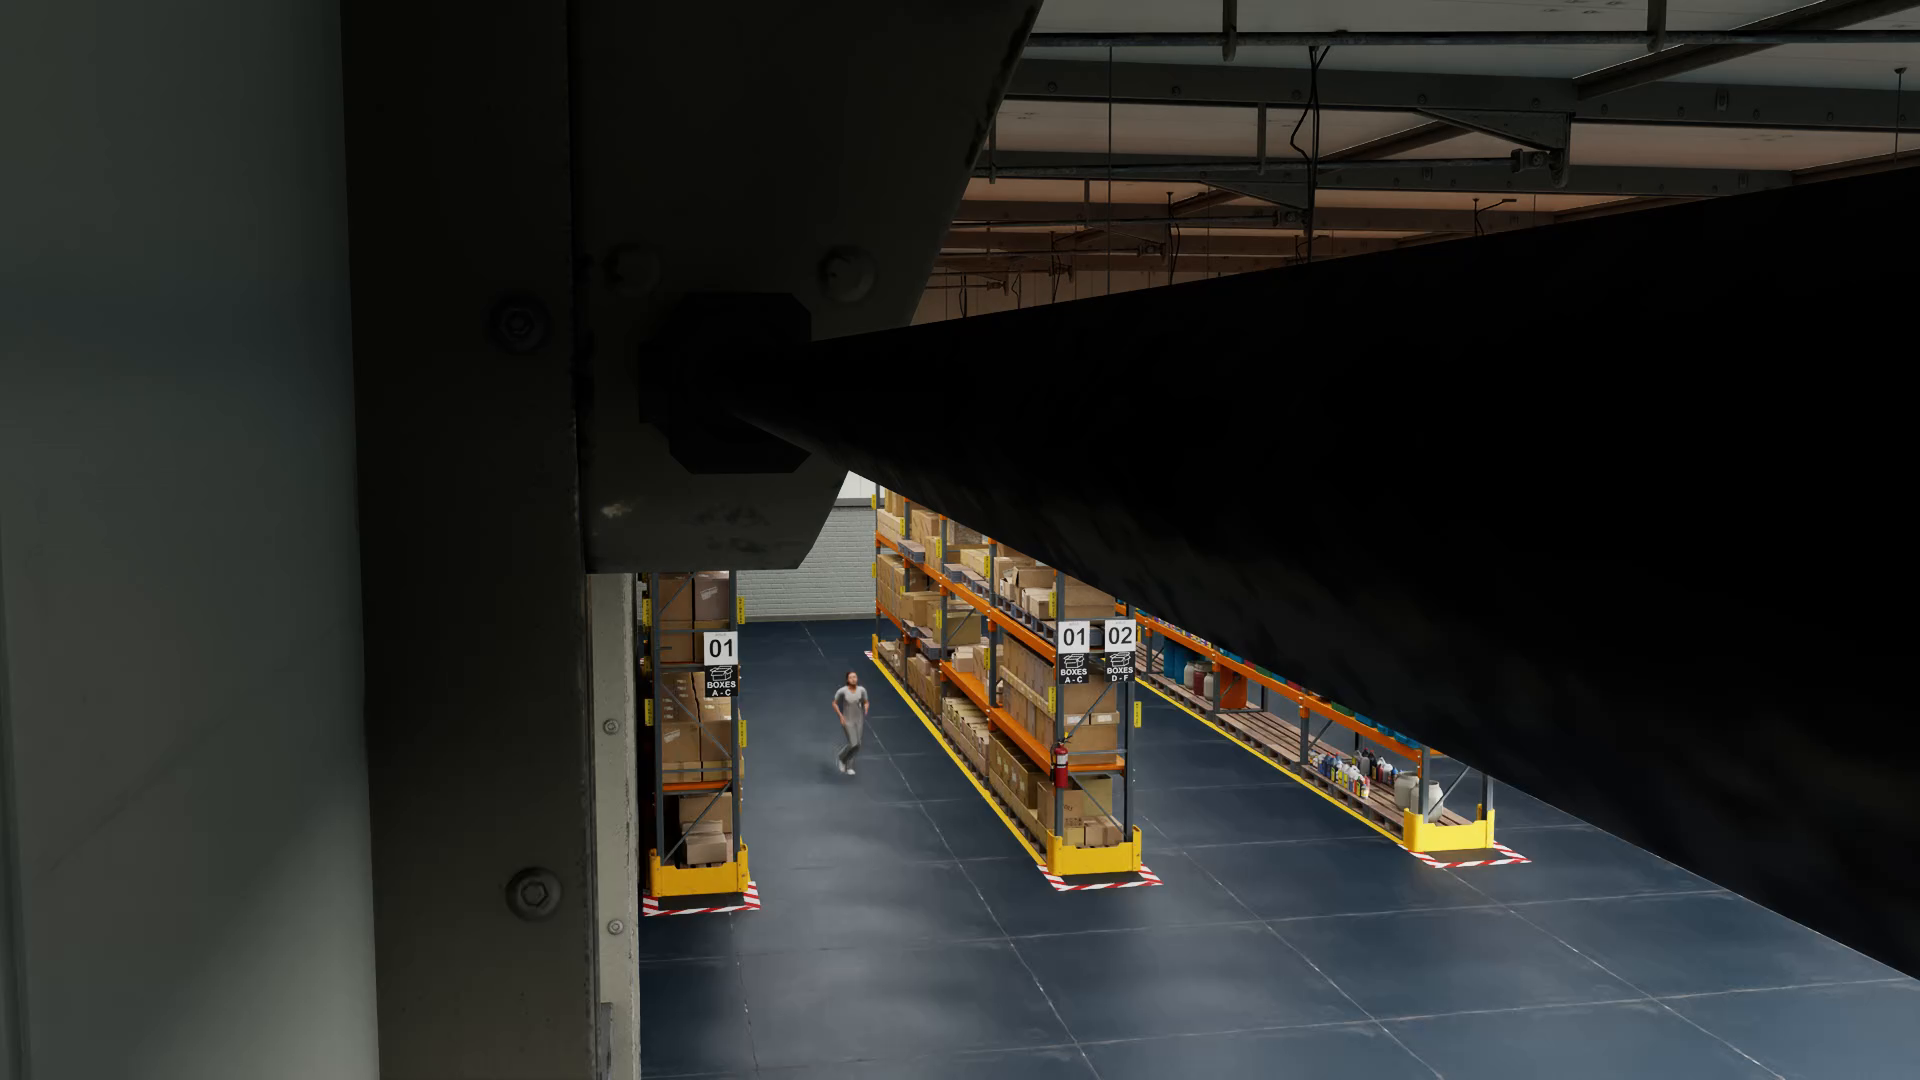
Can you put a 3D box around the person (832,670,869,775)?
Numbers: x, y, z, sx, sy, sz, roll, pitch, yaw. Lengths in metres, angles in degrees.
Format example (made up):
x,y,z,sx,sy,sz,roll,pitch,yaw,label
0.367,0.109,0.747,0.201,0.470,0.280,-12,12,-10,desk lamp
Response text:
x,y,z,sx,sy,sz,roll,pitch,yaw,label
-1.632,2.827,25.659,0.551,1.635,0.557,-3,7,-26,person
